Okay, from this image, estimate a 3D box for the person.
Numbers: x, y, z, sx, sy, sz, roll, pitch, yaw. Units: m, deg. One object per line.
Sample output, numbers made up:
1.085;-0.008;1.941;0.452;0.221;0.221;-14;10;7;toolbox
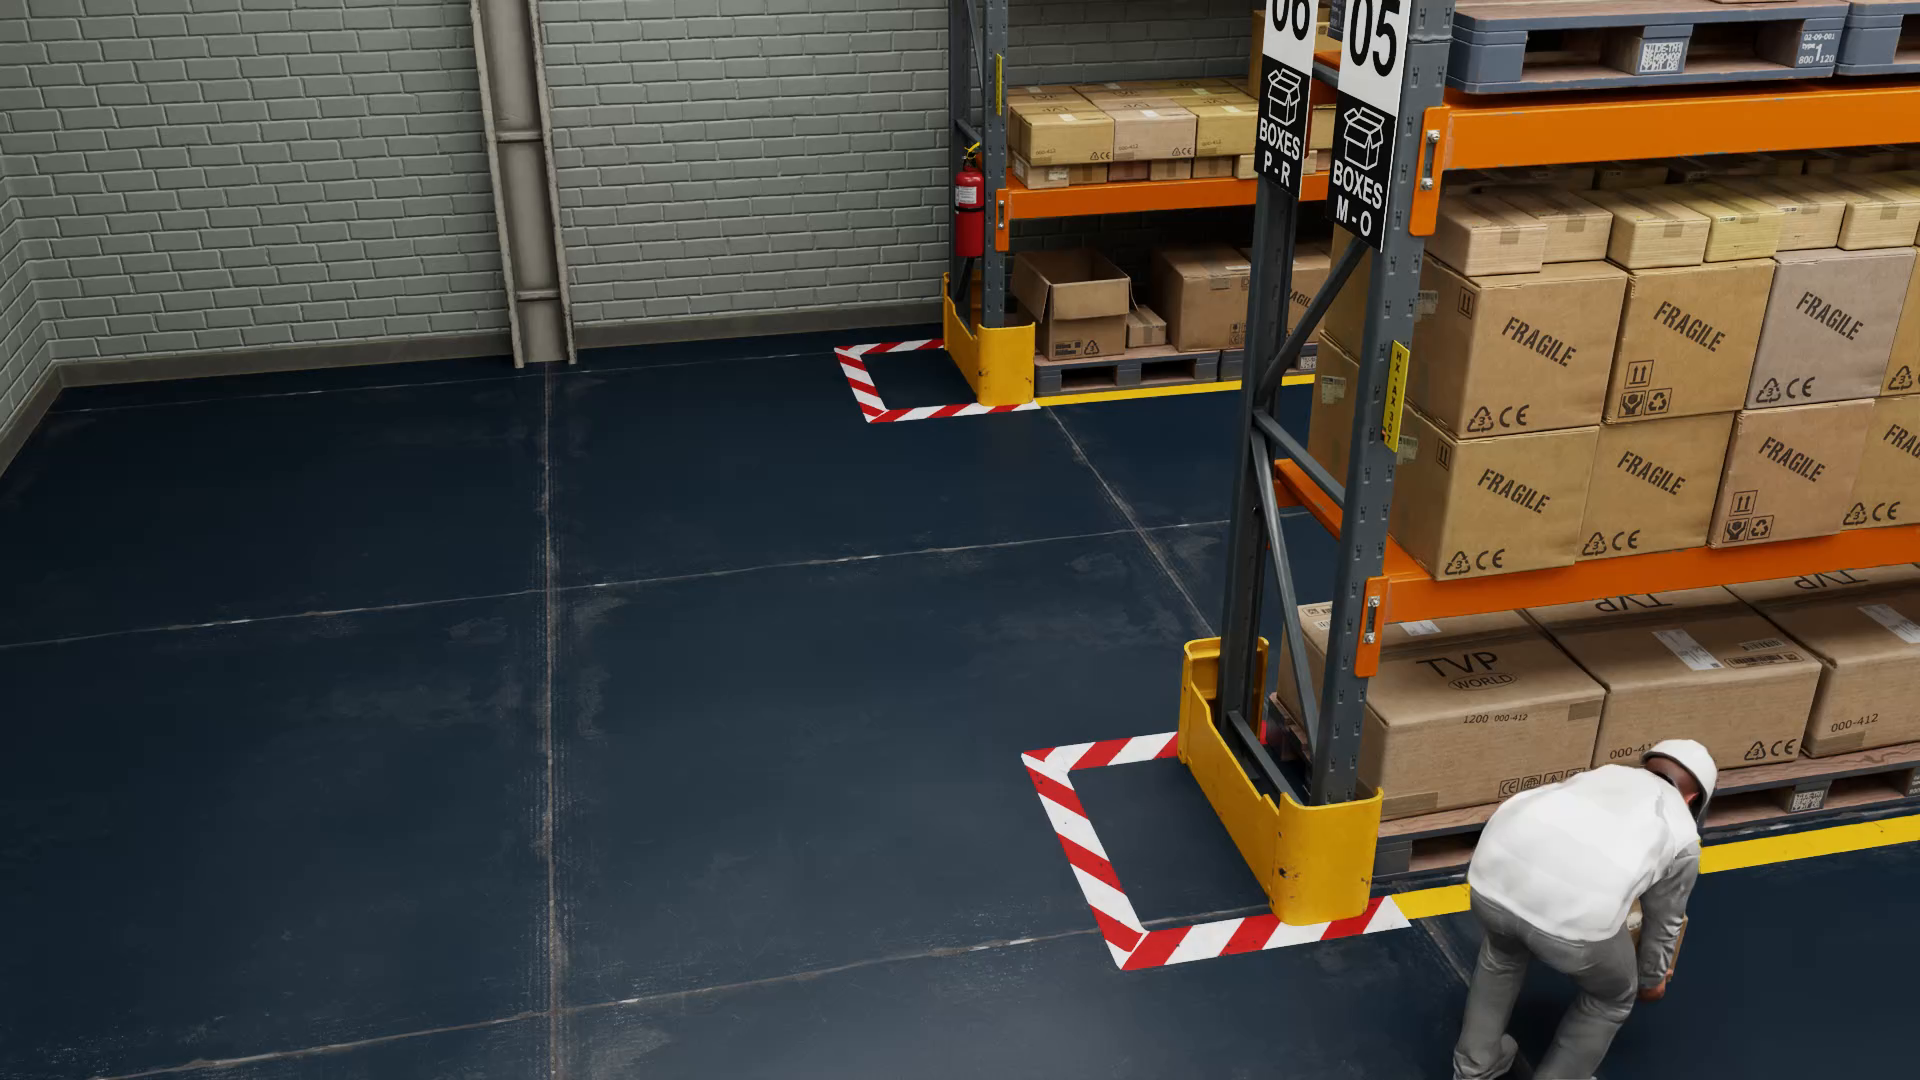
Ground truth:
1.903;1.153;5.031;1.001;1.100;0.467;-22;34;-36;person
